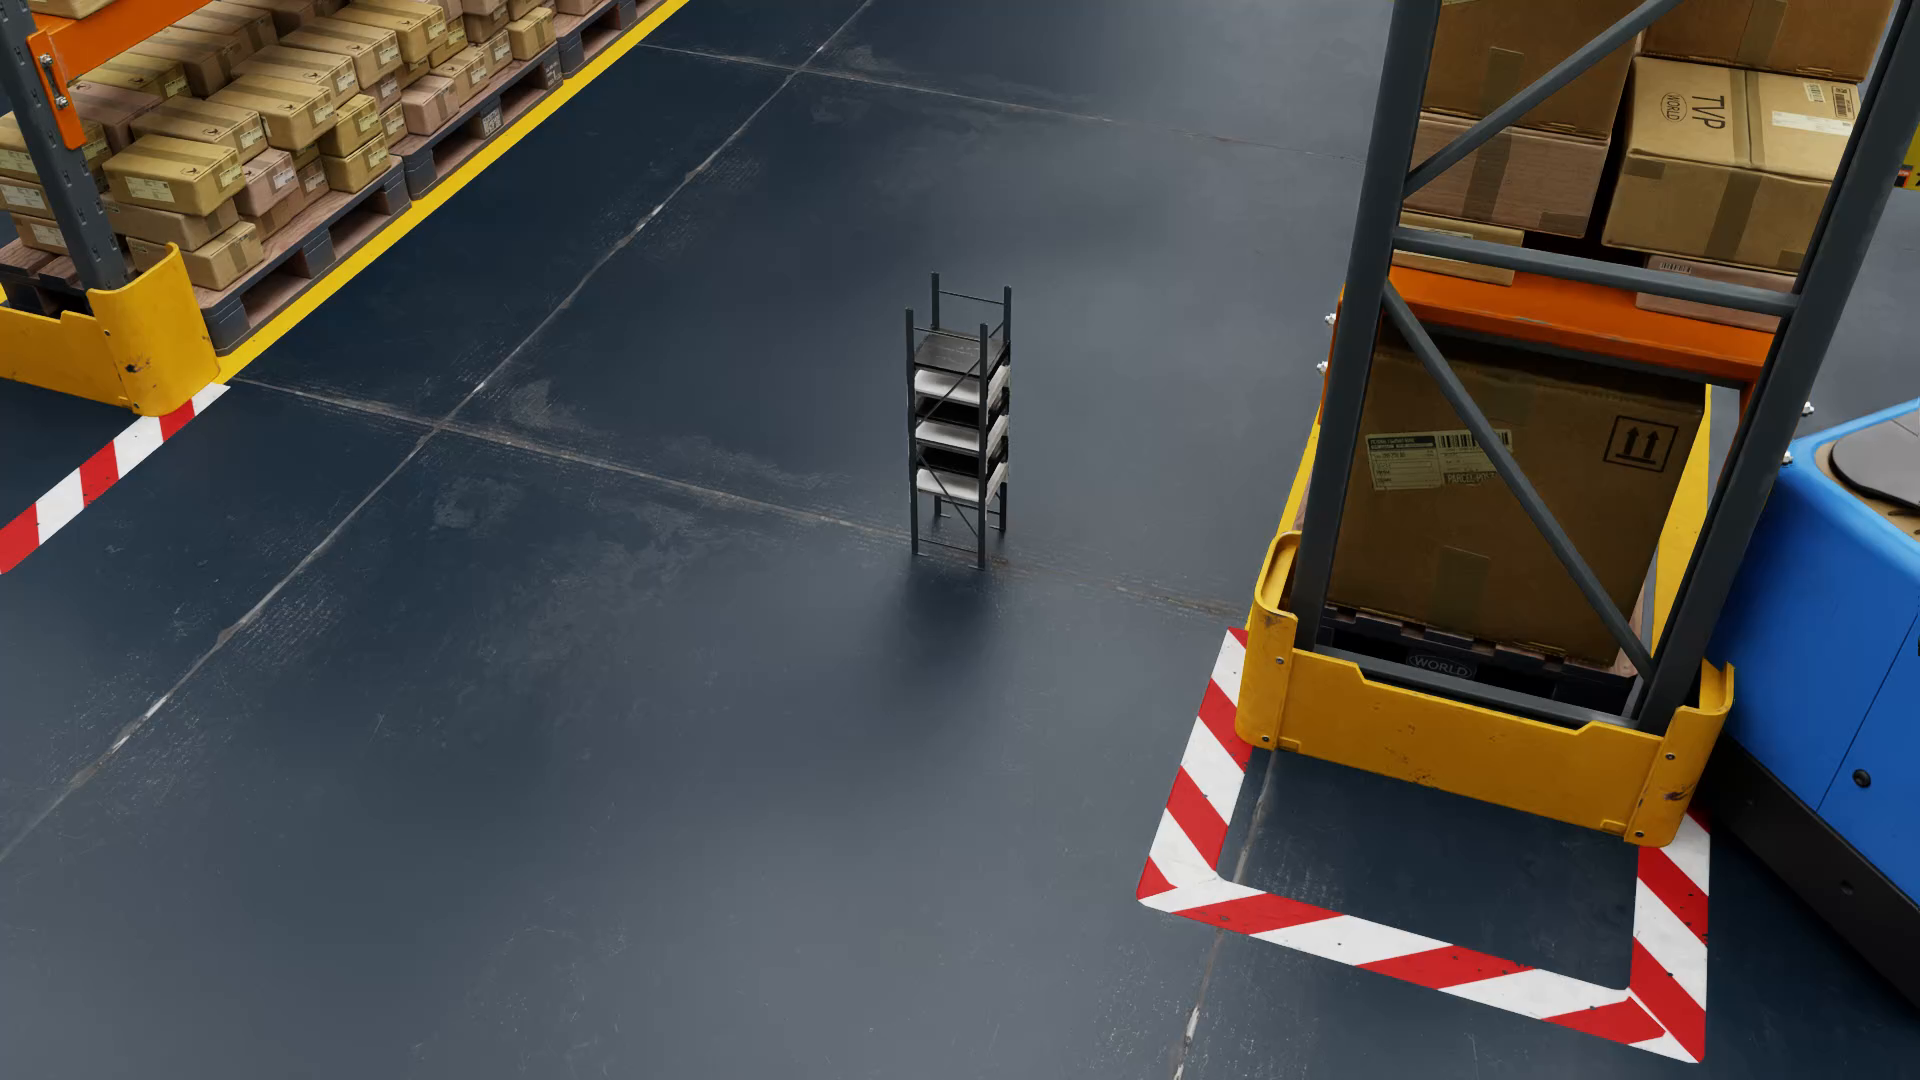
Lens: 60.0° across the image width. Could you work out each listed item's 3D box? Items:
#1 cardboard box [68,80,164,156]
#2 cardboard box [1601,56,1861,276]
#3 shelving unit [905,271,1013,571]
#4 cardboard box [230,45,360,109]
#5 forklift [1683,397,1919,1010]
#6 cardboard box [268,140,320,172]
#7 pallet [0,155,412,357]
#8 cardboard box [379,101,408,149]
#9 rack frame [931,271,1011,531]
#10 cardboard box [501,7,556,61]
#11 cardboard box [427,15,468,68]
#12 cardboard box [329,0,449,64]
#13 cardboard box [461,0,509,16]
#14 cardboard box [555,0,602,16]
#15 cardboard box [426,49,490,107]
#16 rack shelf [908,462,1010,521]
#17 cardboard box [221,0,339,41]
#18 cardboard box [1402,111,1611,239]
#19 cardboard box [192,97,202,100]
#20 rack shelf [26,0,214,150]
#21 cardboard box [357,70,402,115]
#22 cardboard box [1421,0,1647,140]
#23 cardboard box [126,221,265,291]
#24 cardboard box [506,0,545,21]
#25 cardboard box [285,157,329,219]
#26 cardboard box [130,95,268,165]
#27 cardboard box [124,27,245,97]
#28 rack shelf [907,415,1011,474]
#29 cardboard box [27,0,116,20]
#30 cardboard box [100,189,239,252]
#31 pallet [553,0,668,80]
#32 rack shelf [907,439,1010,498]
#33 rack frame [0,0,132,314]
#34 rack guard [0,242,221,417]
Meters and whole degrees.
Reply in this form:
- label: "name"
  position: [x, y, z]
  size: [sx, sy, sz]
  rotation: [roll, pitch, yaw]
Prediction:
- label: "cardboard box"
  position: [-3.181, -1.562, 6.185]
  size: [0.380, 0.149, 0.250]
  rotation: [14, 42, 16]
- label: "cardboard box"
  position: [1.781, -0.868, 3.842]
  size: [0.500, 0.250, 0.500]
  rotation: [12, 42, 14]
- label: "shelving unit"
  position: [-0.003, -0.337, 4.952]
  size: [0.258, 0.900, 0.210]
  rotation: [13, 42, 15]
- label: "cardboard box"
  position: [-2.571, -1.777, 6.436]
  size: [0.380, 0.149, 0.250]
  rotation: [11, 42, 13]
- label: "forklift"
  position: [3.421, -0.632, 3.732]
  size: [3.031, 2.935, 1.130]
  rotation: [-17, 43, -19]
- label: "cardboard box"
  position: [-2.696, -1.516, 6.359]
  size: [0.380, 0.149, 0.250]
  rotation: [14, 42, 16]
- label: "pallet"
  position: [-2.927, -1.214, 6.511]
  size: [1.003, 0.211, 1.213]
  rotation: [13, 42, 15]
- label: "cardboard box"
  position: [-2.505, -1.704, 6.809]
  size: [0.380, 0.149, 0.250]
  rotation: [13, 42, 15]
- label: "rack frame"
  position: [0.032, -0.399, 5.025]
  size: [0.240, 0.900, 0.006]
  rotation: [13, 42, 15]
- label: "cardboard box"
  position: [-2.064, -2.310, 7.519]
  size: [0.380, 0.149, 0.250]
  rotation: [13, 42, 15]
- label: "cardboard box"
  position: [-2.349, -2.168, 7.124]
  size: [0.380, 0.149, 0.250]
  rotation: [15, 43, 17]
- label: "cardboard box"
  position: [-2.334, -2.094, 6.808]
  size: [0.380, 0.149, 0.250]
  rotation: [14, 42, 16]
- label: "cardboard box"
  position: [-2.150, -2.396, 7.162]
  size: [0.380, 0.149, 0.250]
  rotation: [12, 42, 14]
- label: "cardboard box"
  position: [-1.907, -2.626, 7.890]
  size: [0.380, 0.149, 0.250]
  rotation: [12, 42, 14]
- label: "cardboard box"
  position: [-2.267, -2.011, 7.169]
  size: [0.380, 0.149, 0.250]
  rotation: [13, 42, 15]
- label: "rack shelf"
  position: [-0.003, -0.175, 5.091]
  size: [0.258, 0.077, 0.200]
  rotation: [13, 42, 15]
- label: "cardboard box"
  position: [-2.830, -2.205, 6.938]
  size: [0.380, 0.149, 0.250]
  rotation: [12, 42, 14]
- label: "cardboard box"
  position: [1.279, -0.989, 3.985]
  size: [0.500, 0.250, 0.500]
  rotation: [13, 42, 14]
- label: "cardboard box"
  position: [-3.175, -1.632, 6.496]
  size: [0.380, 0.149, 0.250]
  rotation: [12, 42, 13]
- label: "rack shelf"
  position: [-2.580, -2.687, 6.643]
  size: [1.077, 0.370, 4.000]
  rotation: [13, 42, 15]
- label: "cardboard box"
  position: [-2.505, -1.831, 6.729]
  size: [0.380, 0.149, 0.250]
  rotation: [11, 42, 13]
- label: "cardboard box"
  position: [1.282, -1.276, 3.743]
  size: [0.500, 0.500, 0.500]
  rotation: [14, 42, 16]
- label: "cardboard box"
  position: [-2.784, -1.065, 6.060]
  size: [0.380, 0.149, 0.250]
  rotation: [14, 42, 16]
- label: "cardboard box"
  position: [-2.108, -2.481, 7.490]
  size: [0.380, 0.149, 0.250]
  rotation: [14, 43, 16]
- label: "cardboard box"
  position: [-2.693, -1.396, 6.448]
  size: [0.380, 0.149, 0.250]
  rotation: [14, 42, 16]
- label: "cardboard box"
  position: [-2.784, -1.482, 6.090]
  size: [0.380, 0.149, 0.250]
  rotation: [14, 42, 16]
- label: "cardboard box"
  position: [-3.064, -1.892, 6.572]
  size: [0.380, 0.149, 0.250]
  rotation: [12, 42, 13]
- label: "rack shelf"
  position: [-0.003, -0.312, 4.974]
  size: [0.258, 0.077, 0.200]
  rotation: [13, 42, 15]
- label: "cardboard box"
  position: [-2.845, -1.770, 5.208]
  size: [0.380, 0.149, 0.250]
  rotation: [13, 42, 15]
- label: "cardboard box"
  position: [-2.843, -1.192, 5.980]
  size: [0.380, 0.149, 0.250]
  rotation: [15, 43, 17]
- label: "pallet"
  position: [-2.092, -2.703, 8.255]
  size: [1.003, 0.211, 1.213]
  rotation: [13, 42, 15]
- label: "rack shelf"
  position: [-0.003, -0.244, 5.032]
  size: [0.258, 0.077, 0.200]
  rotation: [13, 42, 15]
- label: "rack frame"
  position: [-3.264, -1.741, 4.980]
  size: [1.000, 3.000, 0.127]
  rotation: [13, 42, 15]
- label: "rack guard"
  position: [-3.238, -0.837, 5.845]
  size: [1.175, 0.500, 0.348]
  rotation: [13, 42, 15]
